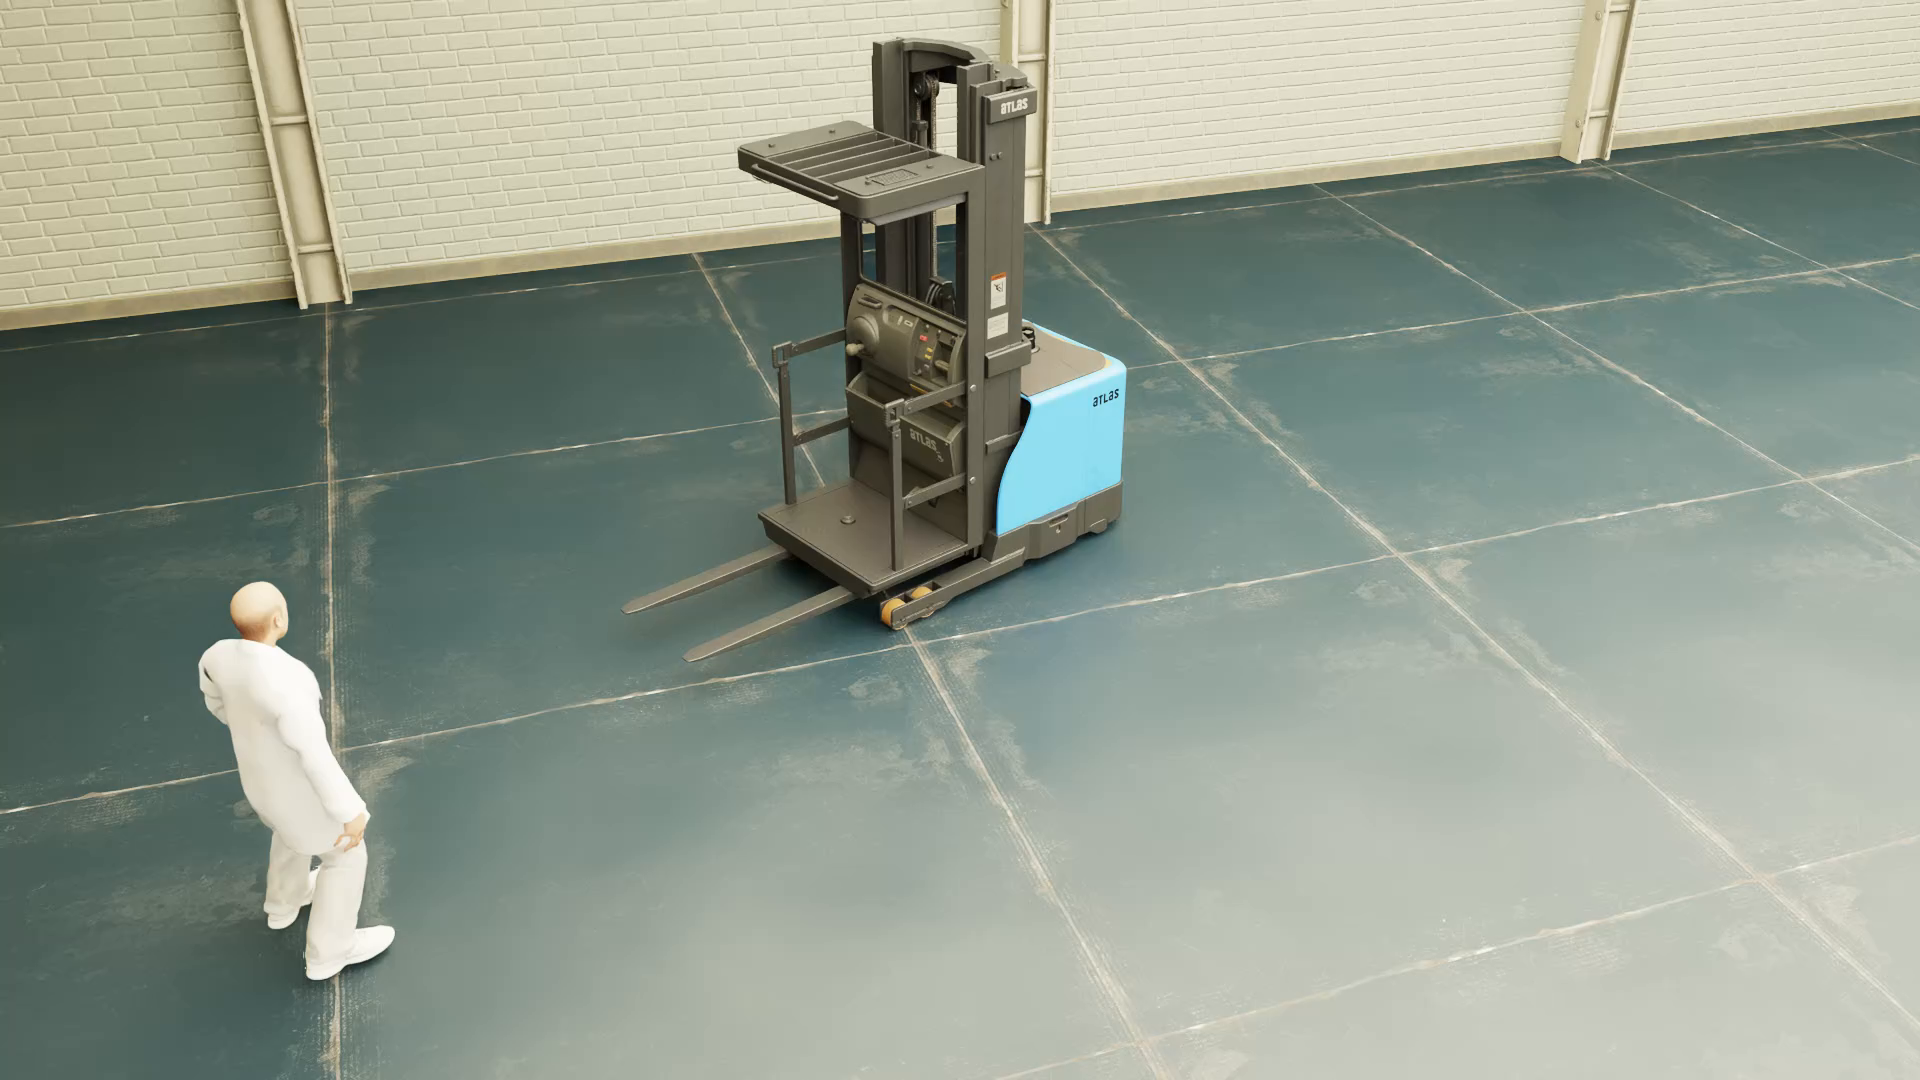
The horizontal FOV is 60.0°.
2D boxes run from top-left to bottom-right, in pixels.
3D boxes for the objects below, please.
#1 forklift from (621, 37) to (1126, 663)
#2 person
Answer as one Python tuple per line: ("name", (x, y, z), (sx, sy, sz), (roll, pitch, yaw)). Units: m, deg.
("forklift", (-0.461, -1.072, 8.951), (3.031, 2.935, 1.130), (-23, 37, -34))
("person", (-2.614, 0.926, 6.581), (0.817, 1.753, 0.454), (18, 34, 28))
